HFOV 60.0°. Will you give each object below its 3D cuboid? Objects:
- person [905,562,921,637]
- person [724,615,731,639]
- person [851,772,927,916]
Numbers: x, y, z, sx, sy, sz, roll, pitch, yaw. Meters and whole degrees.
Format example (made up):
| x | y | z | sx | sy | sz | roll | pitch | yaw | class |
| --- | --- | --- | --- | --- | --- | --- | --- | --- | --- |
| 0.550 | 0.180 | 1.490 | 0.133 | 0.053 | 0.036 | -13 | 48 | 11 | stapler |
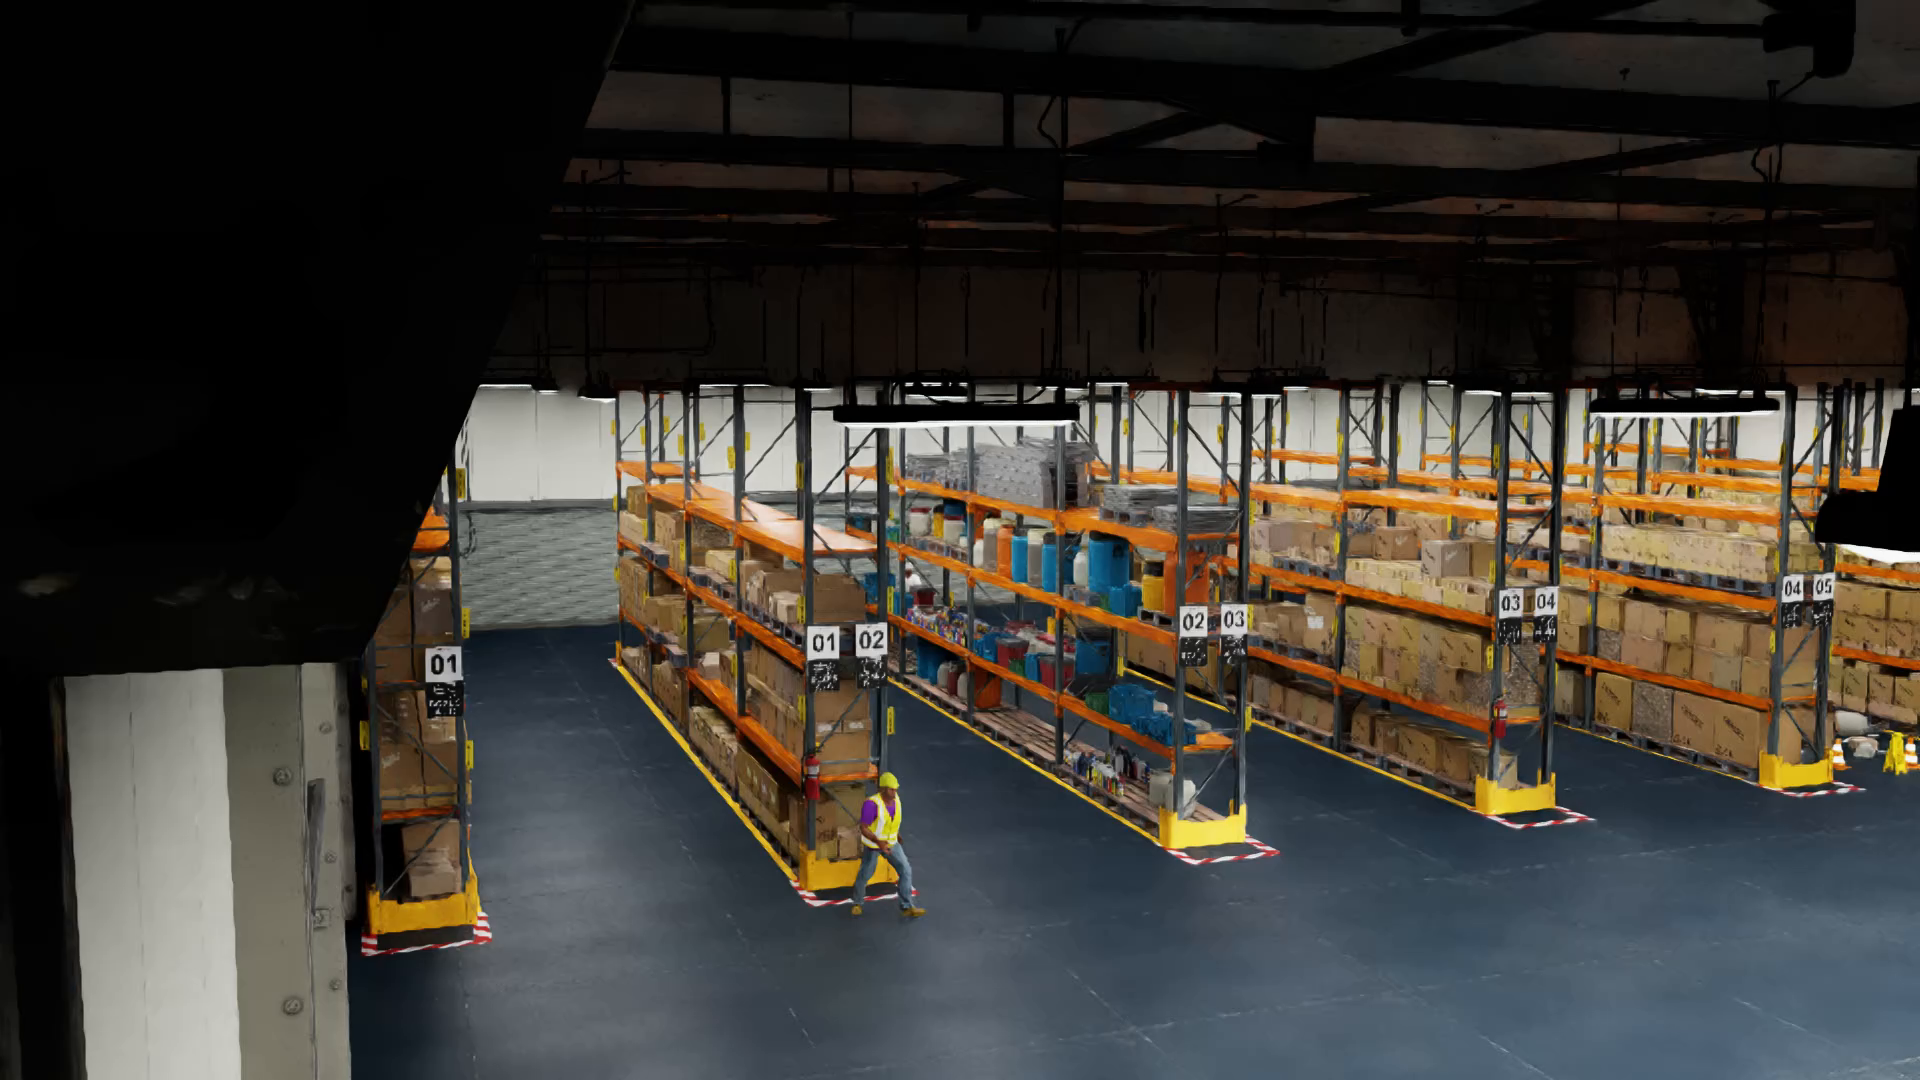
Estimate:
| x | y | z | sx | sy | sz | roll | pitch | yaw | class |
| --- | --- | --- | --- | --- | --- | --- | --- | --- | --- |
| -1.113 | 1.383 | 38.649 | 0.662 | 1.758 | 0.550 | 5 | 8 | 42 | person |
| -4.945 | 1.800 | 35.011 | 0.487 | 1.667 | 0.583 | -1 | 6 | -11 | person |
| -0.890 | 3.469 | 19.008 | 0.713 | 1.698 | 0.809 | -5 | 8 | -38 | person |
